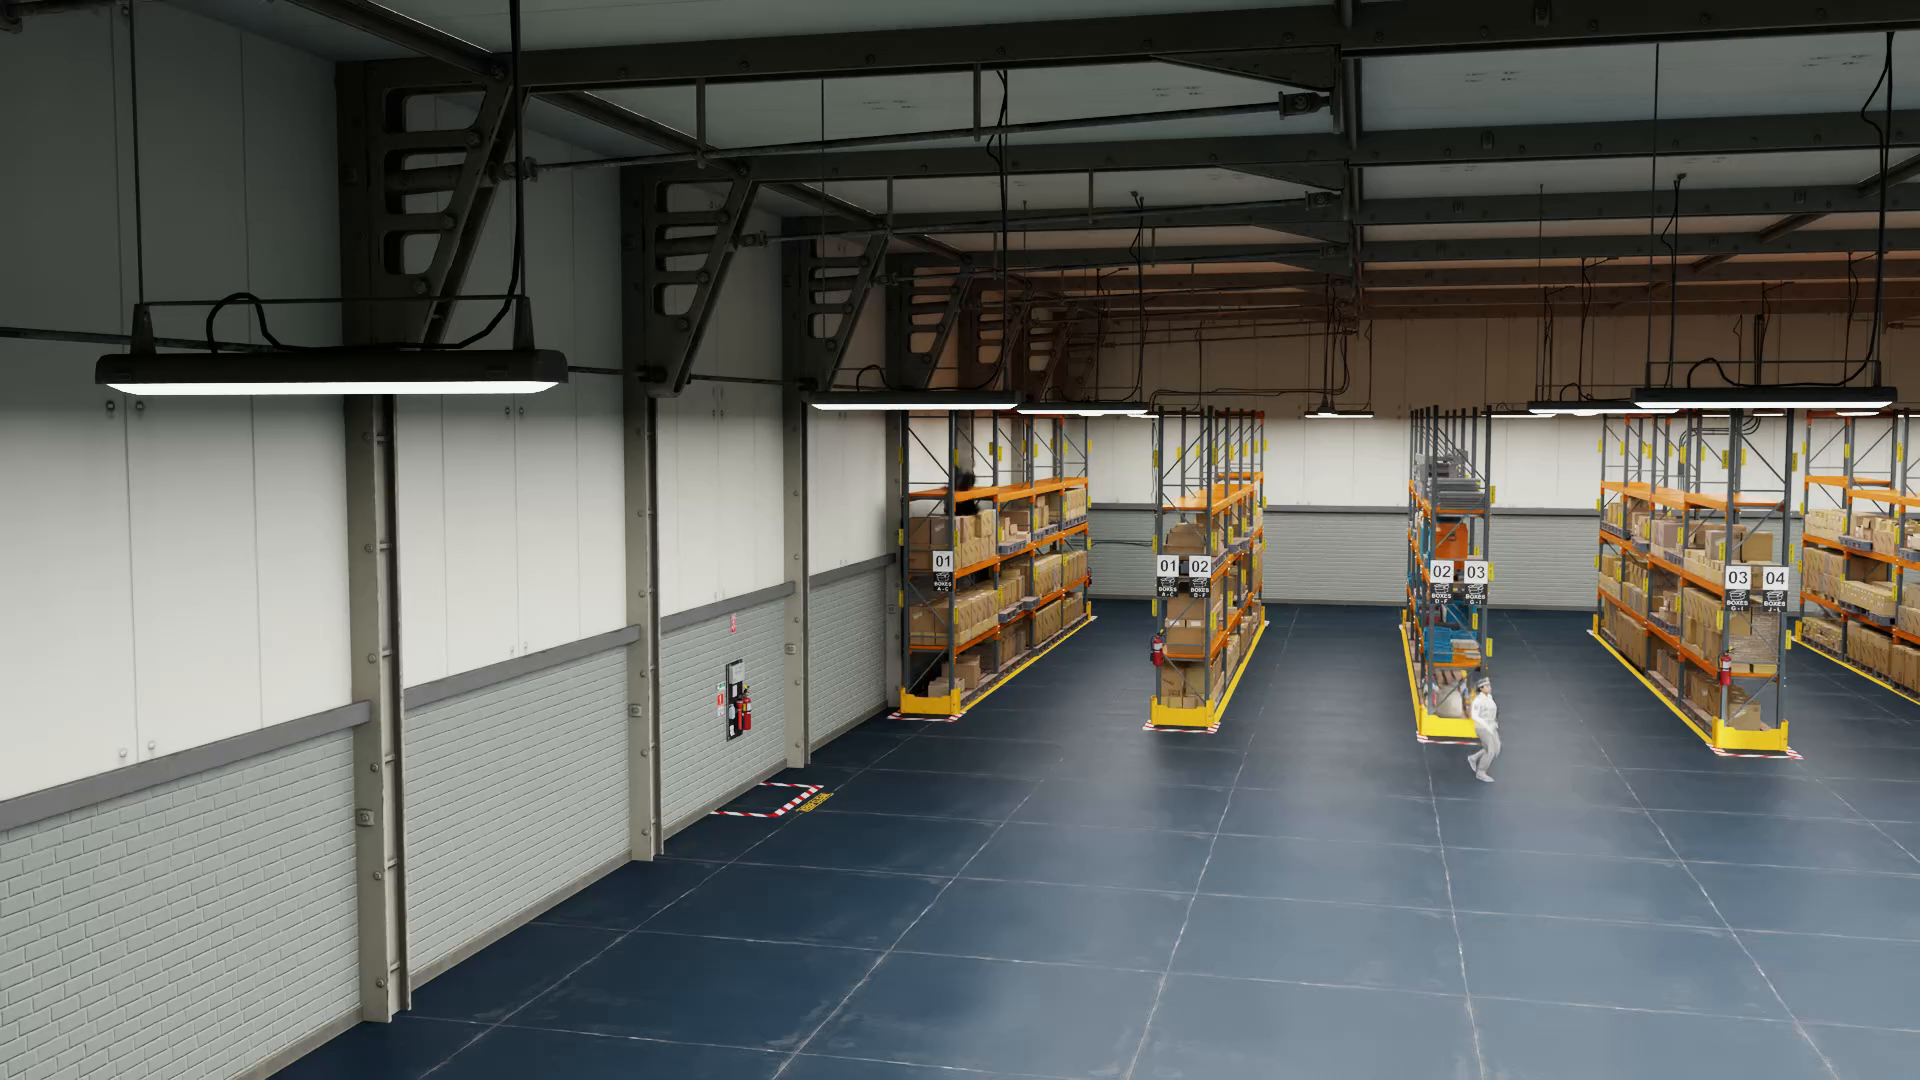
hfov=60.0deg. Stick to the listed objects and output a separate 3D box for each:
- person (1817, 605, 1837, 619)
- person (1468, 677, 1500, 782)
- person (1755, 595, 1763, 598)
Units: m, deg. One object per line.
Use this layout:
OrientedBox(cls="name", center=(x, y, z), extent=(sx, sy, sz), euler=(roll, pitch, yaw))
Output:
OrientedBox(cls="person", center=(23.095, 1.661, 44.275), extent=(0.953, 1.796, 0.690), euler=(1, 4, 15))
OrientedBox(cls="person", center=(8.355, 3.001, 26.497), extent=(0.468, 1.667, 0.619), euler=(4, 5, 42))
OrientedBox(cls="person", center=(20.616, 1.814, 43.206), extent=(0.701, 1.618, 0.855), euler=(2, 5, 26))
